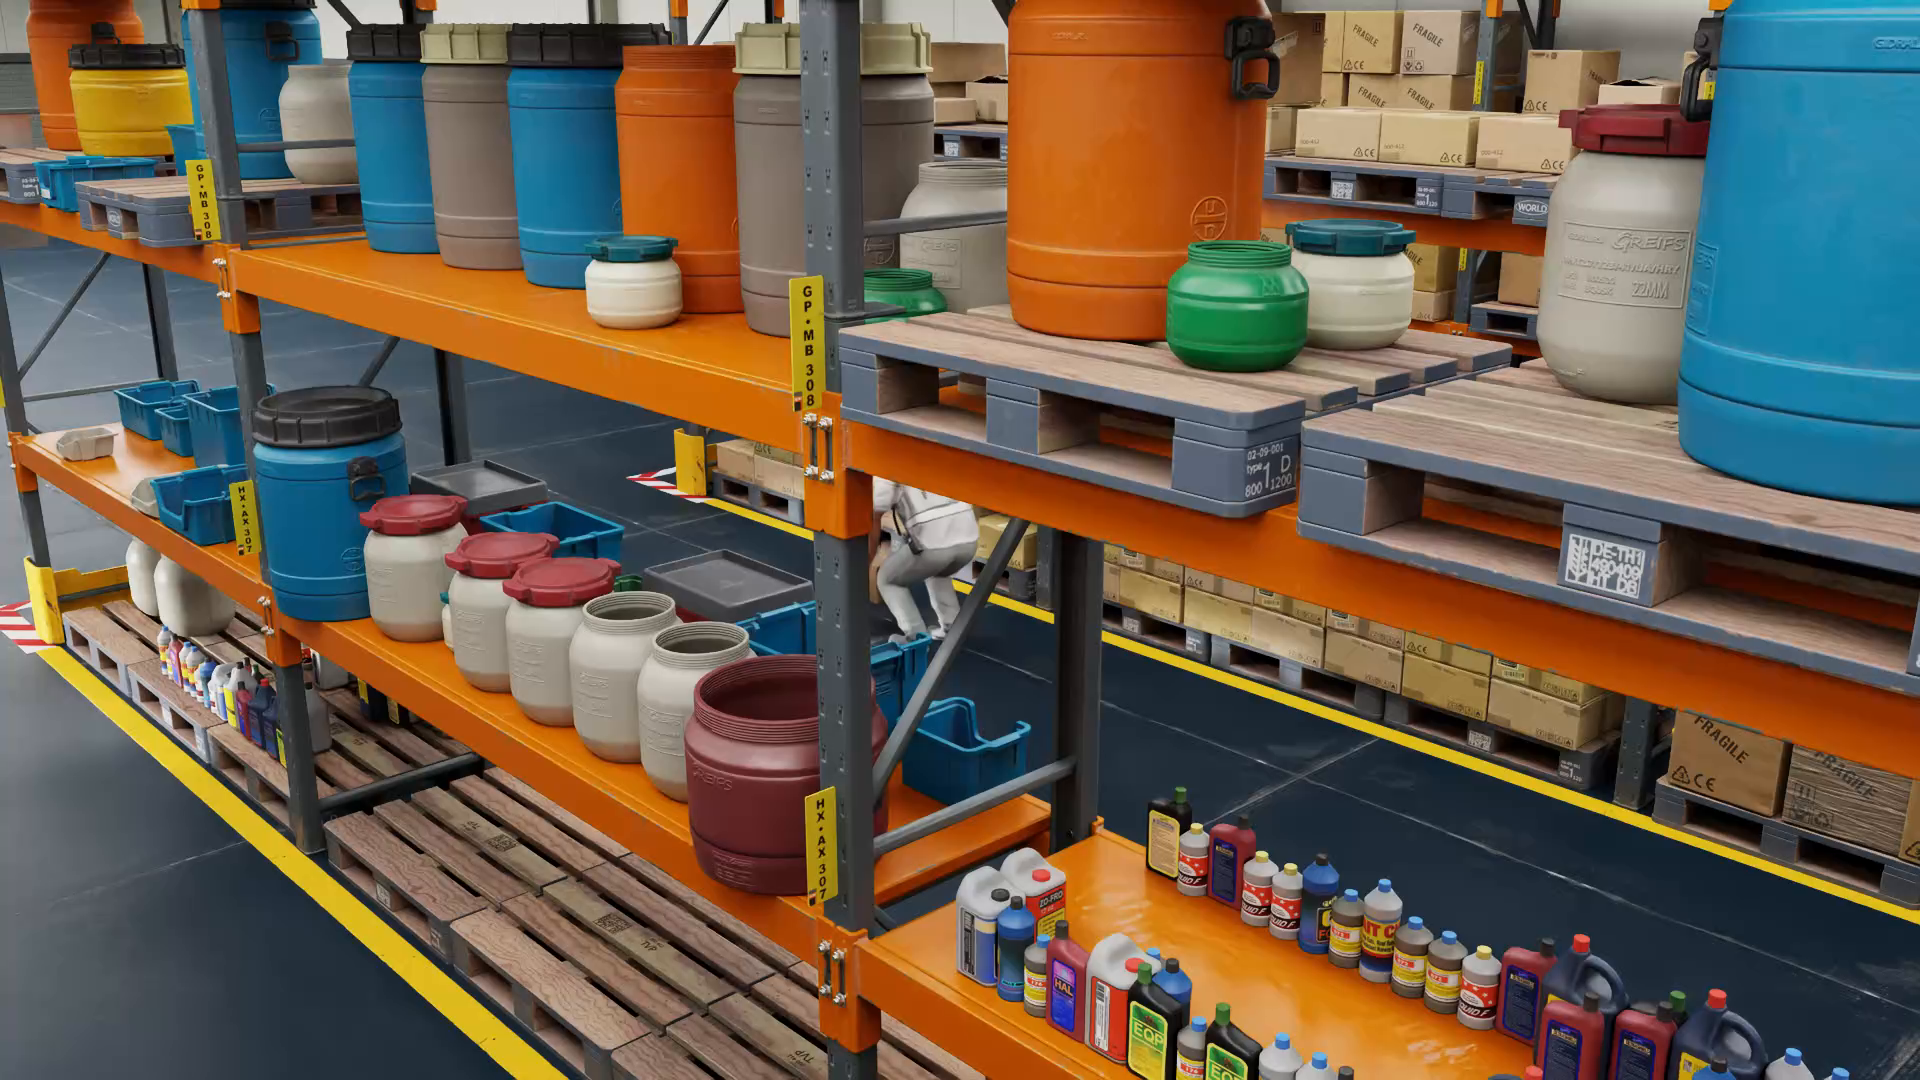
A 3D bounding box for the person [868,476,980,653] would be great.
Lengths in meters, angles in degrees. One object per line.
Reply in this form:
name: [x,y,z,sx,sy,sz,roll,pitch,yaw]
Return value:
person: [-0.272,0.006,10.207,0.590,1.352,0.823,-14,22,-38]
